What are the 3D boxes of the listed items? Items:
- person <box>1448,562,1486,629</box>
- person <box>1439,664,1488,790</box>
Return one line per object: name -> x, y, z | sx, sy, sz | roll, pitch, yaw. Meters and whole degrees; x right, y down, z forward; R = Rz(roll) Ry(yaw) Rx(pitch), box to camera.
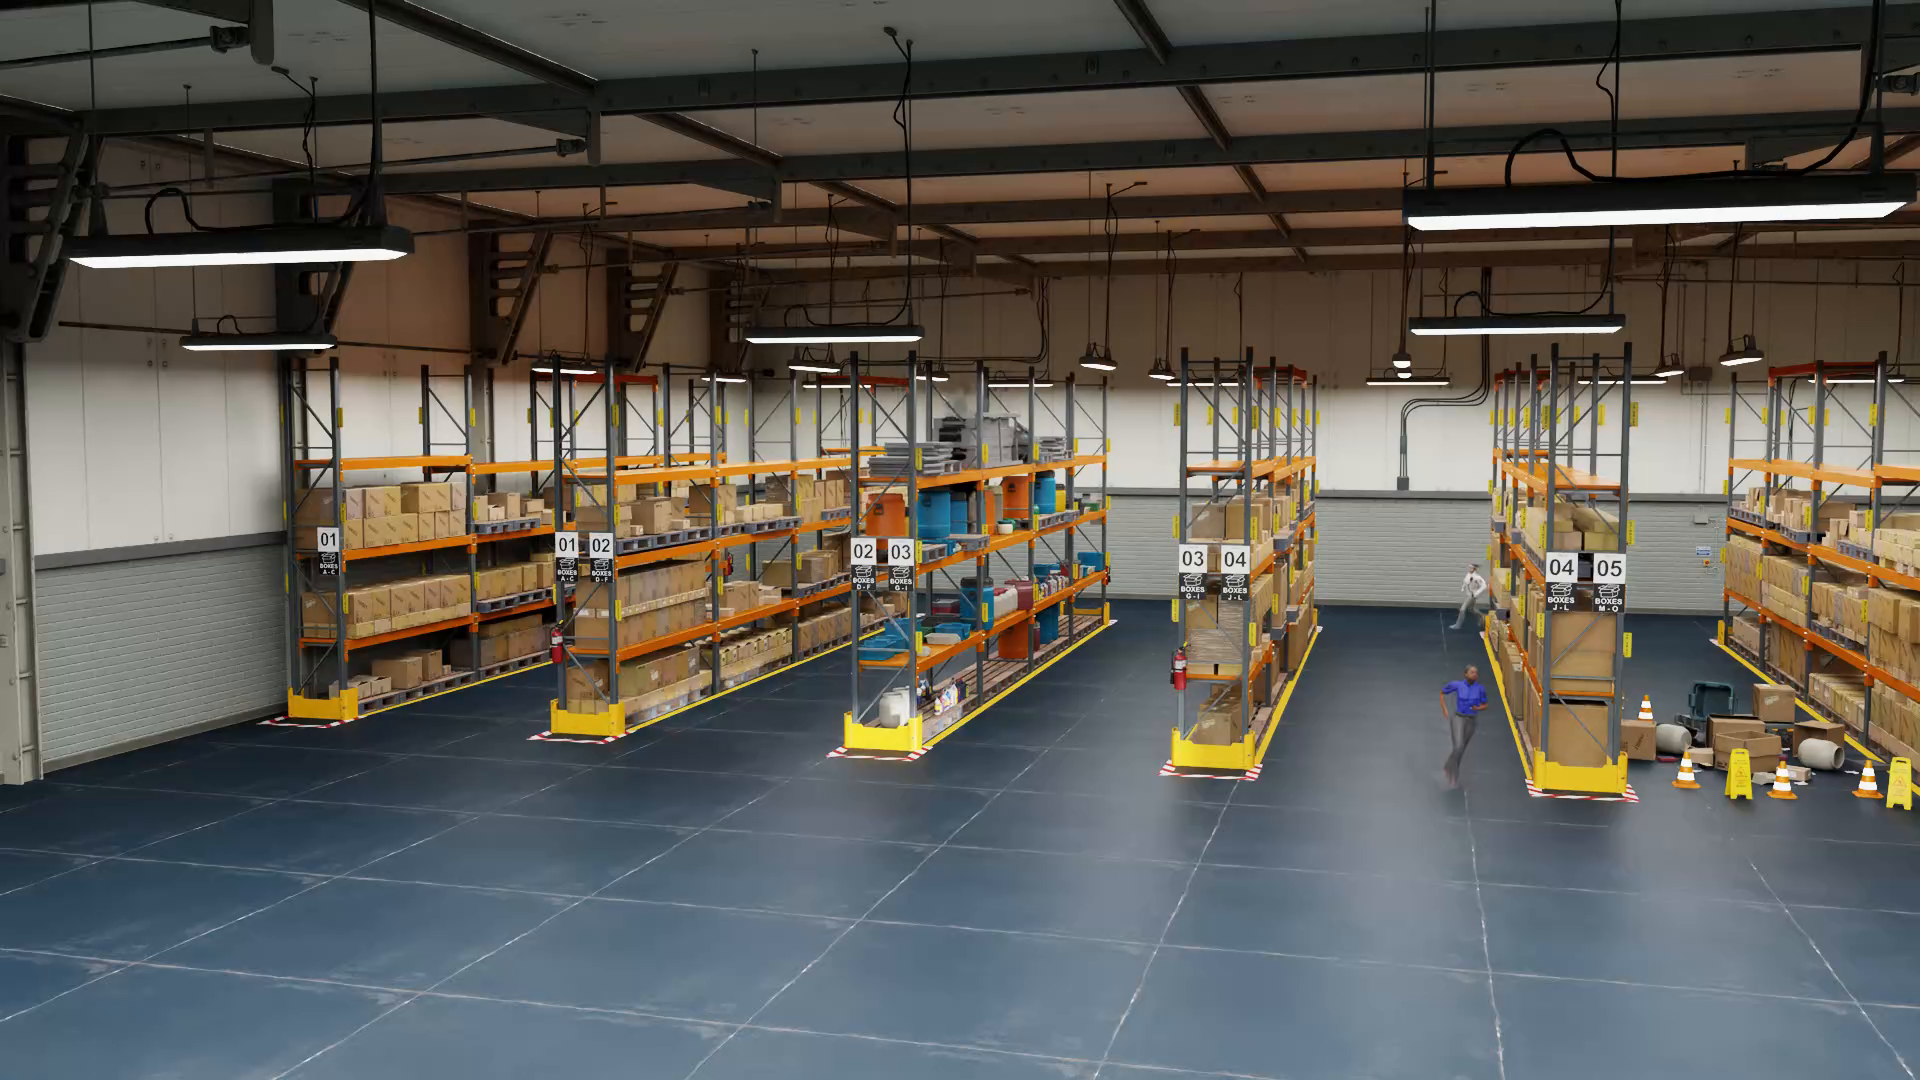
person -> 12.083, 1.314, 39.154 | 0.952, 1.619, 0.678 | -1, 4, -9
person -> 6.883, 2.538, 22.766 | 0.616, 1.700, 0.749 | -1, 4, -9
